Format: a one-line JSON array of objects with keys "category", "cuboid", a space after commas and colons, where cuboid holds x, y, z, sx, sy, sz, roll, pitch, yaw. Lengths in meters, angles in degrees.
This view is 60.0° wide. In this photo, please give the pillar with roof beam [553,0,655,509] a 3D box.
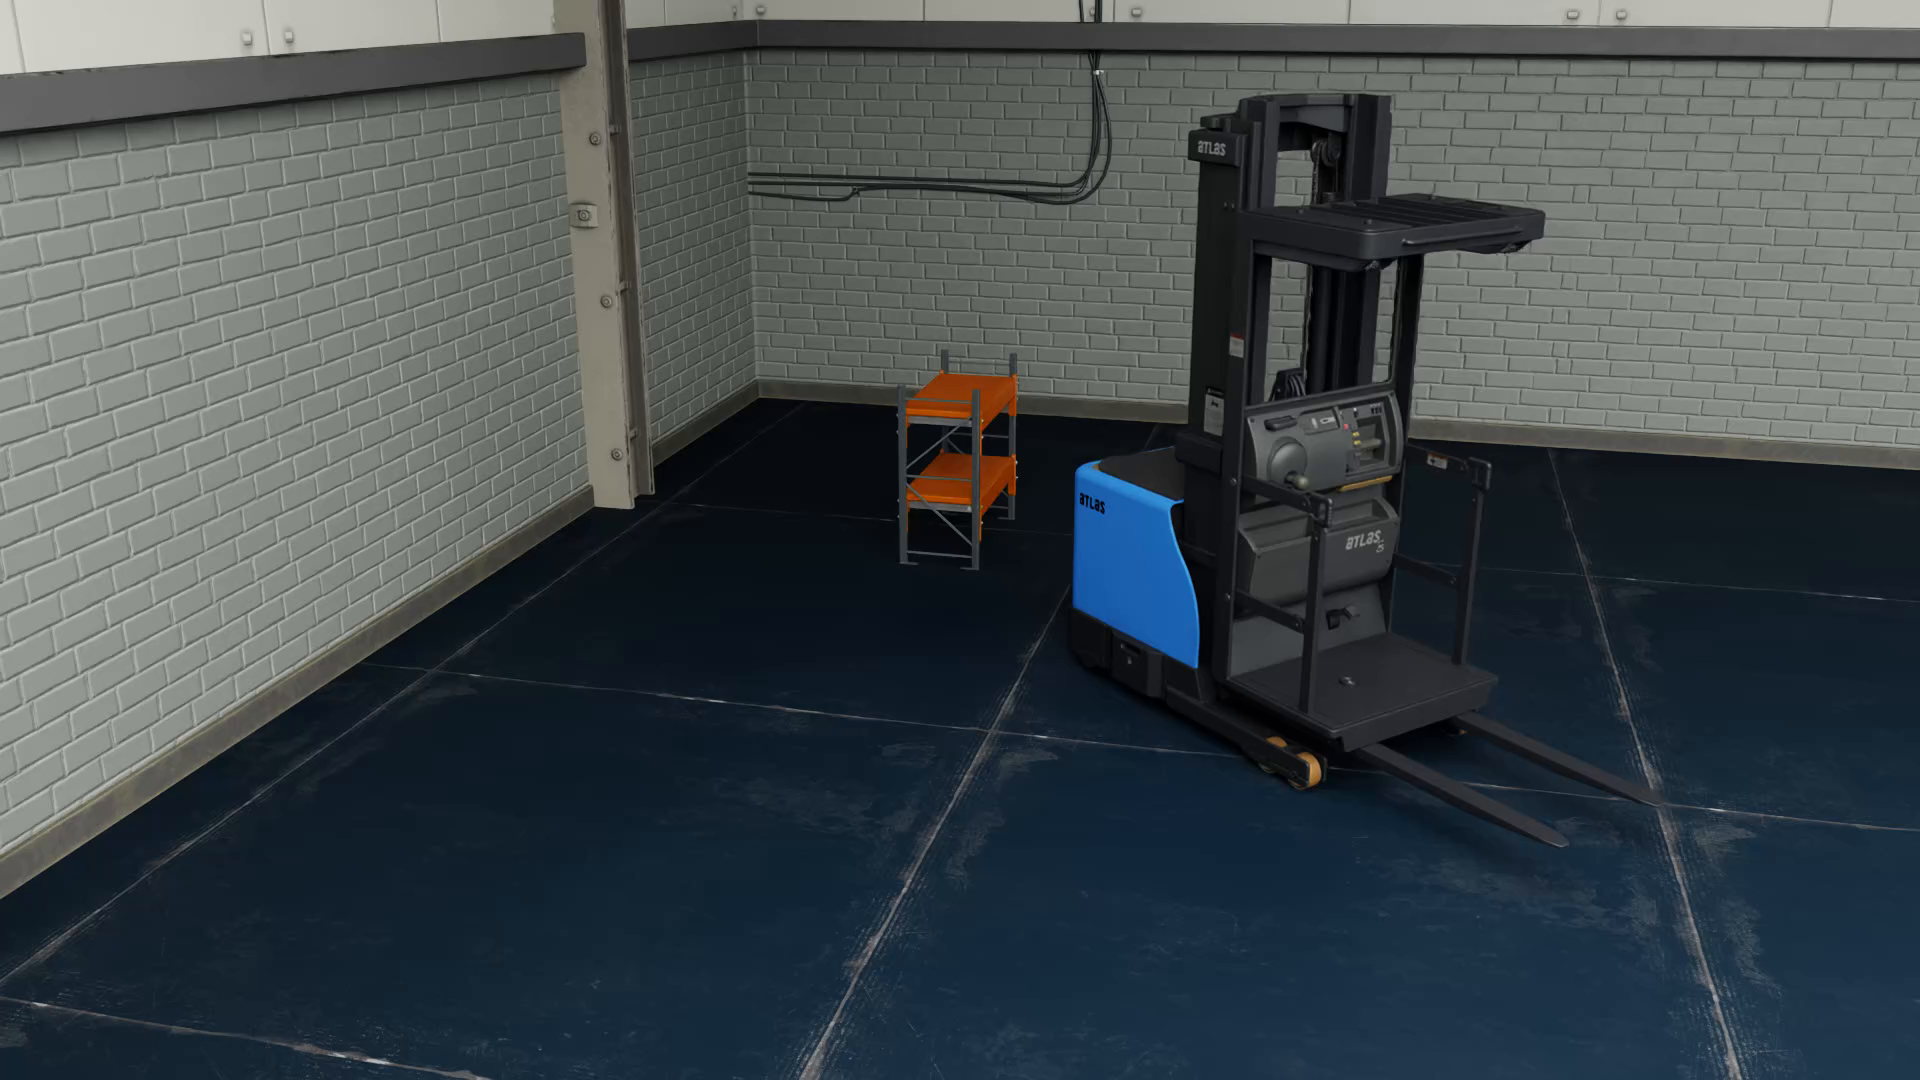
[{"category": "pillar with roof beam", "cuboid": [1.841, -4.201, 9.065, 9.100, 9.000, 0.400, 5, 19, 13]}]

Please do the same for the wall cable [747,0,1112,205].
[{"category": "wall cable", "cuboid": [-0.332, -3.891, 12.960, 3.097, 2.526, 0.112, 5, 19, 13]}]

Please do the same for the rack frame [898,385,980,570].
[{"category": "rack frame", "cuboid": [-0.126, -0.371, 10.033, 0.500, 1.125, 0.032, 5, 19, 13]}]

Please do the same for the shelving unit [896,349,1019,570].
[{"category": "shelving unit", "cuboid": [-0.002, -0.530, 10.500, 0.538, 1.125, 1.048, 5, 19, 13]}]

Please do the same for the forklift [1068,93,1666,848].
[{"category": "forklift", "cuboid": [1.797, -0.446, 7.458, 1.130, 2.935, 3.031, -12, 22, -31]}]

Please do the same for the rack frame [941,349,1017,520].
[{"category": "rack frame", "cuboid": [0.123, -0.690, 10.966, 0.500, 1.125, 0.032, 5, 19, 13]}]

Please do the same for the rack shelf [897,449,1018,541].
[{"category": "rack shelf", "cuboid": [-0.002, -0.299, 10.579, 0.538, 0.278, 1.000, 5, 19, 13]}]

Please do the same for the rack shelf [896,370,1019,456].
[{"category": "rack shelf", "cuboid": [-0.002, -0.807, 10.405, 0.538, 0.278, 1.000, 5, 19, 13]}]
